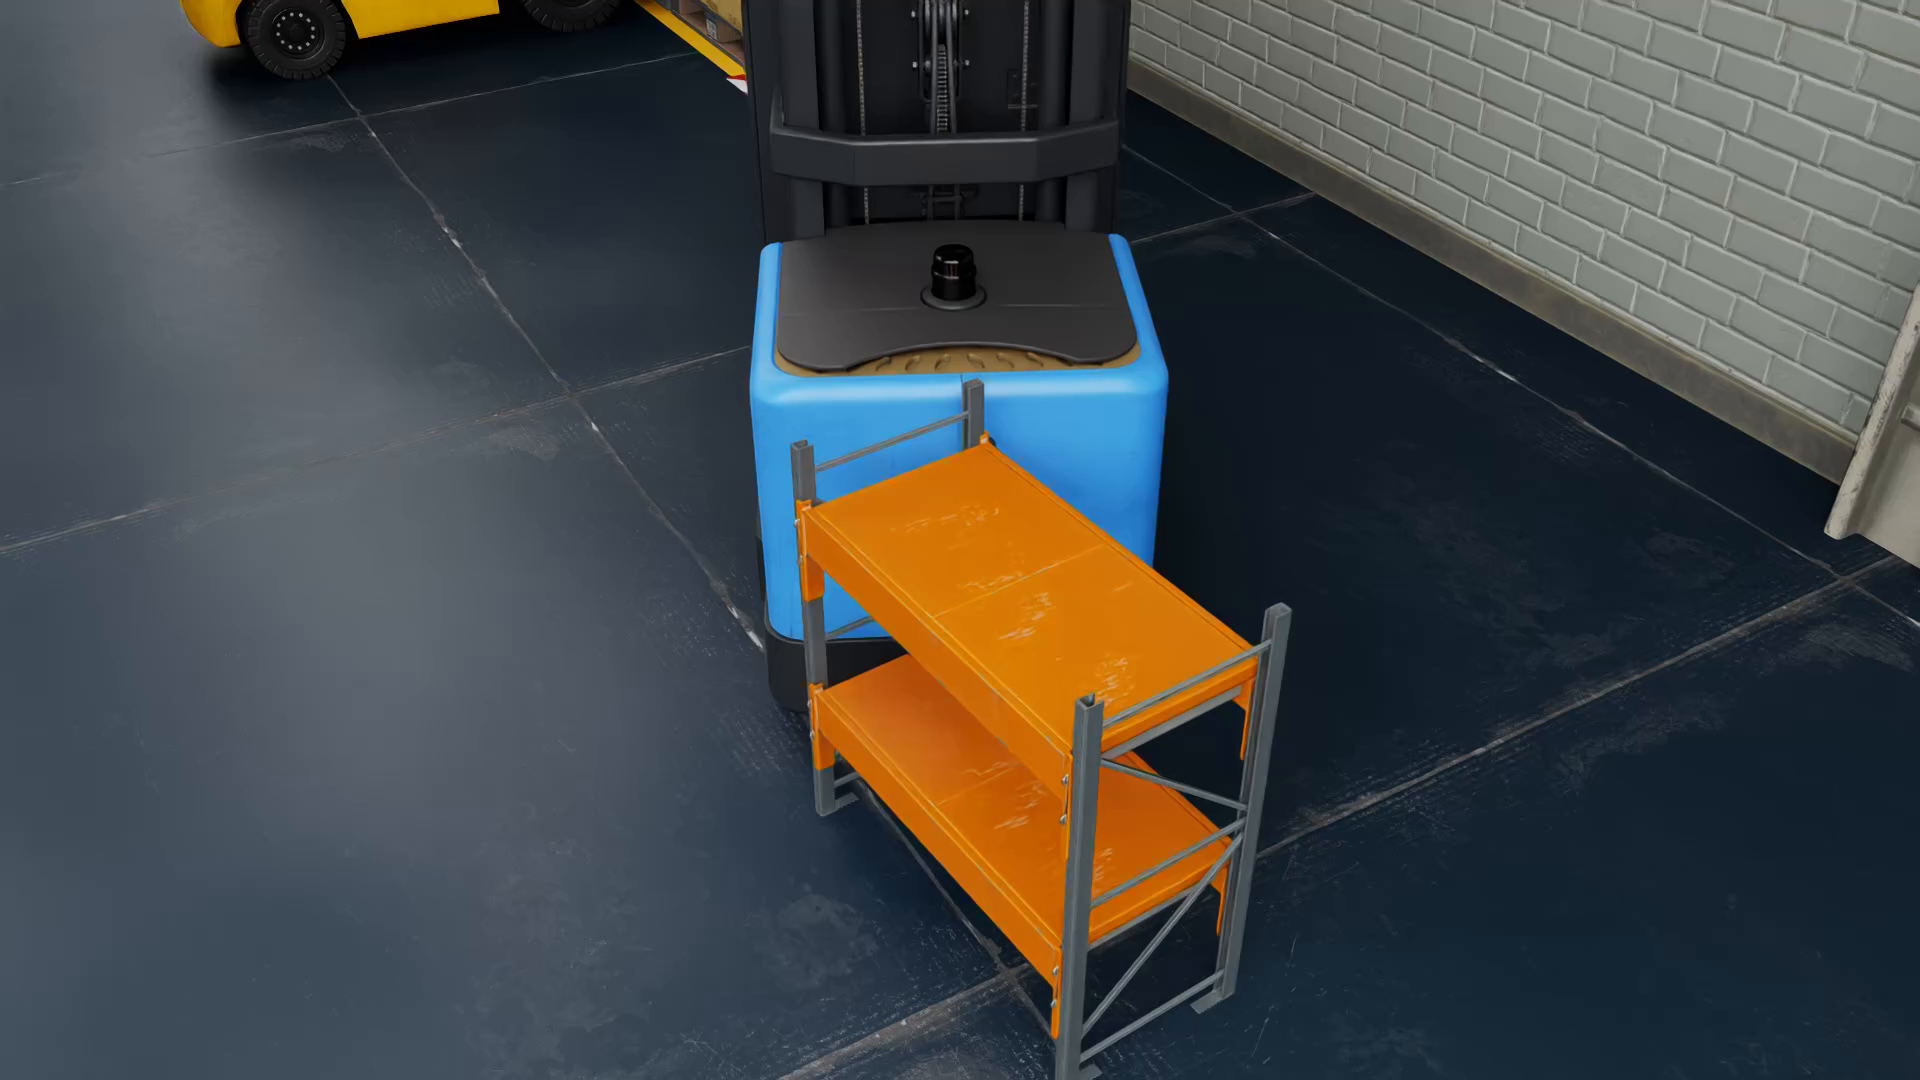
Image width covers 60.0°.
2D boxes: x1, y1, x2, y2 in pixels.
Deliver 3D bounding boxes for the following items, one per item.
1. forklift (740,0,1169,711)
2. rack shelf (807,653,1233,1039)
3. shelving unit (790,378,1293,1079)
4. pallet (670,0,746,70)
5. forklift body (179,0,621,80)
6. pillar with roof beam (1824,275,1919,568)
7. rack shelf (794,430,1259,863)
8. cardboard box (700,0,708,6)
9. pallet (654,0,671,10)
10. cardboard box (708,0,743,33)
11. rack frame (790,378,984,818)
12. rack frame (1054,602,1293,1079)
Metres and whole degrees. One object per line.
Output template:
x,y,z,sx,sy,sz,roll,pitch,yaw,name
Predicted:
-0.081,-1.568,4.912,1.130,2.935,3.031,-2,36,-3,forklift
0.130,0.613,3.871,0.538,0.278,1.000,-22,42,-27,rack shelf
0.130,0.416,3.727,0.538,1.125,1.048,-22,42,-27,shelving unit
-0.890,-2.873,9.005,1.003,0.211,1.213,-19,40,-24,pallet
-2.999,-3.706,8.500,2.313,2.155,1.214,-19,40,-24,forklift body
-0.748,-2.331,0.812,9.100,9.000,0.400,-19,40,-24,pillar with roof beam
0.130,0.180,3.554,0.538,0.278,1.000,-22,42,-27,rack shelf
-1.220,-3.084,8.904,0.500,0.250,0.500,-19,40,-24,cardboard box
-1.499,-3.495,9.856,1.003,0.211,1.213,-19,40,-24,pallet
-0.978,-2.827,8.553,0.500,0.250,0.500,-19,40,-24,cardboard box
-0.158,0.169,4.065,0.500,1.125,0.032,-22,42,-27,rack frame
0.418,0.663,3.388,0.500,1.125,0.032,-22,42,-27,rack frame
